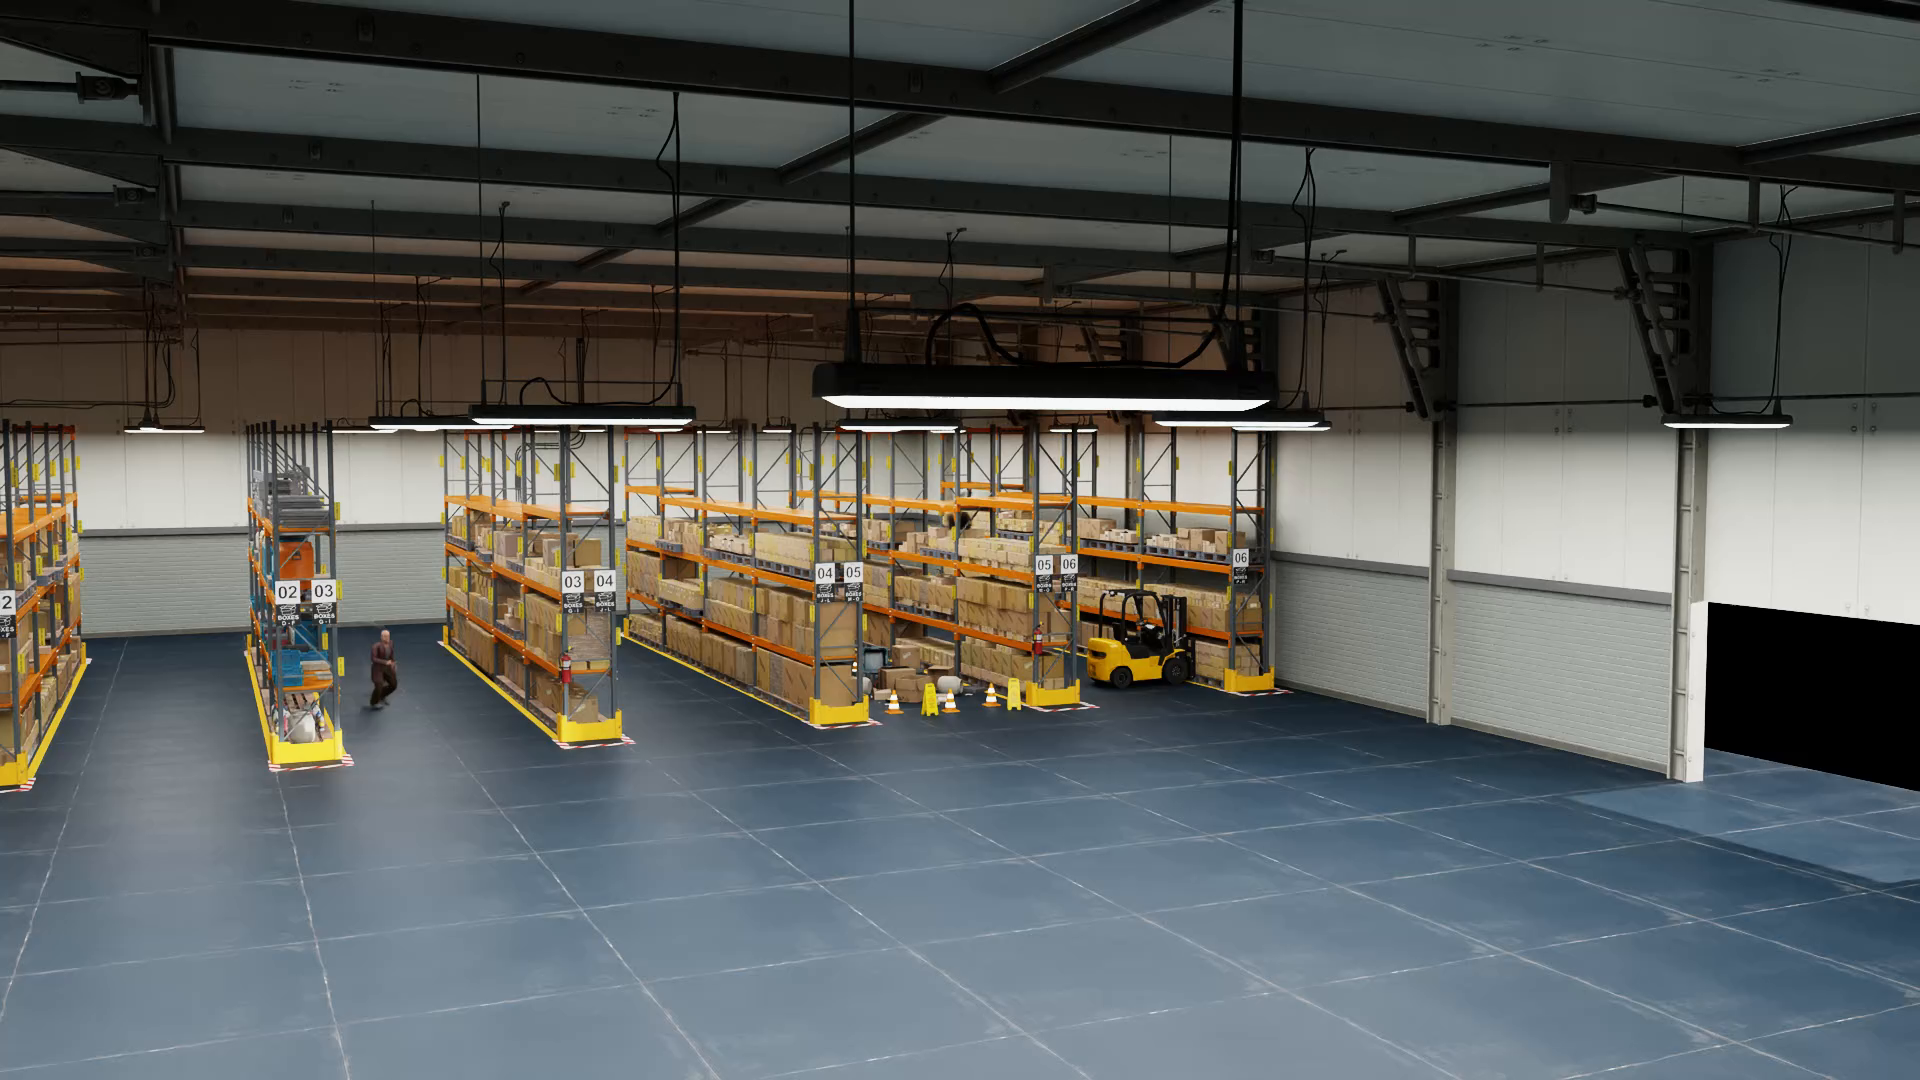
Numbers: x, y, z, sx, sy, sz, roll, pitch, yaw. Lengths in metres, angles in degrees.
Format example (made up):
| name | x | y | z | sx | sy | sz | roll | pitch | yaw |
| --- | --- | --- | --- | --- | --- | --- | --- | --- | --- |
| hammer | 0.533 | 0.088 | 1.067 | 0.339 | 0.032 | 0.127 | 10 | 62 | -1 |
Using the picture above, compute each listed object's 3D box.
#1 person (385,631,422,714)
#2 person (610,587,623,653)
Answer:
| name | x | y | z | sx | sy | sz | roll | pitch | yaw |
| --- | --- | --- | --- | --- | --- | --- | --- | --- | --- |
| person | -11.498 | 2.727 | 34.237 | 0.749 | 1.721 | 0.721 | 3 | 4 | 36 |
| person | -9.149 | 2.120 | 44.075 | 0.558 | 1.754 | 0.728 | -2 | 4 | -26 |
